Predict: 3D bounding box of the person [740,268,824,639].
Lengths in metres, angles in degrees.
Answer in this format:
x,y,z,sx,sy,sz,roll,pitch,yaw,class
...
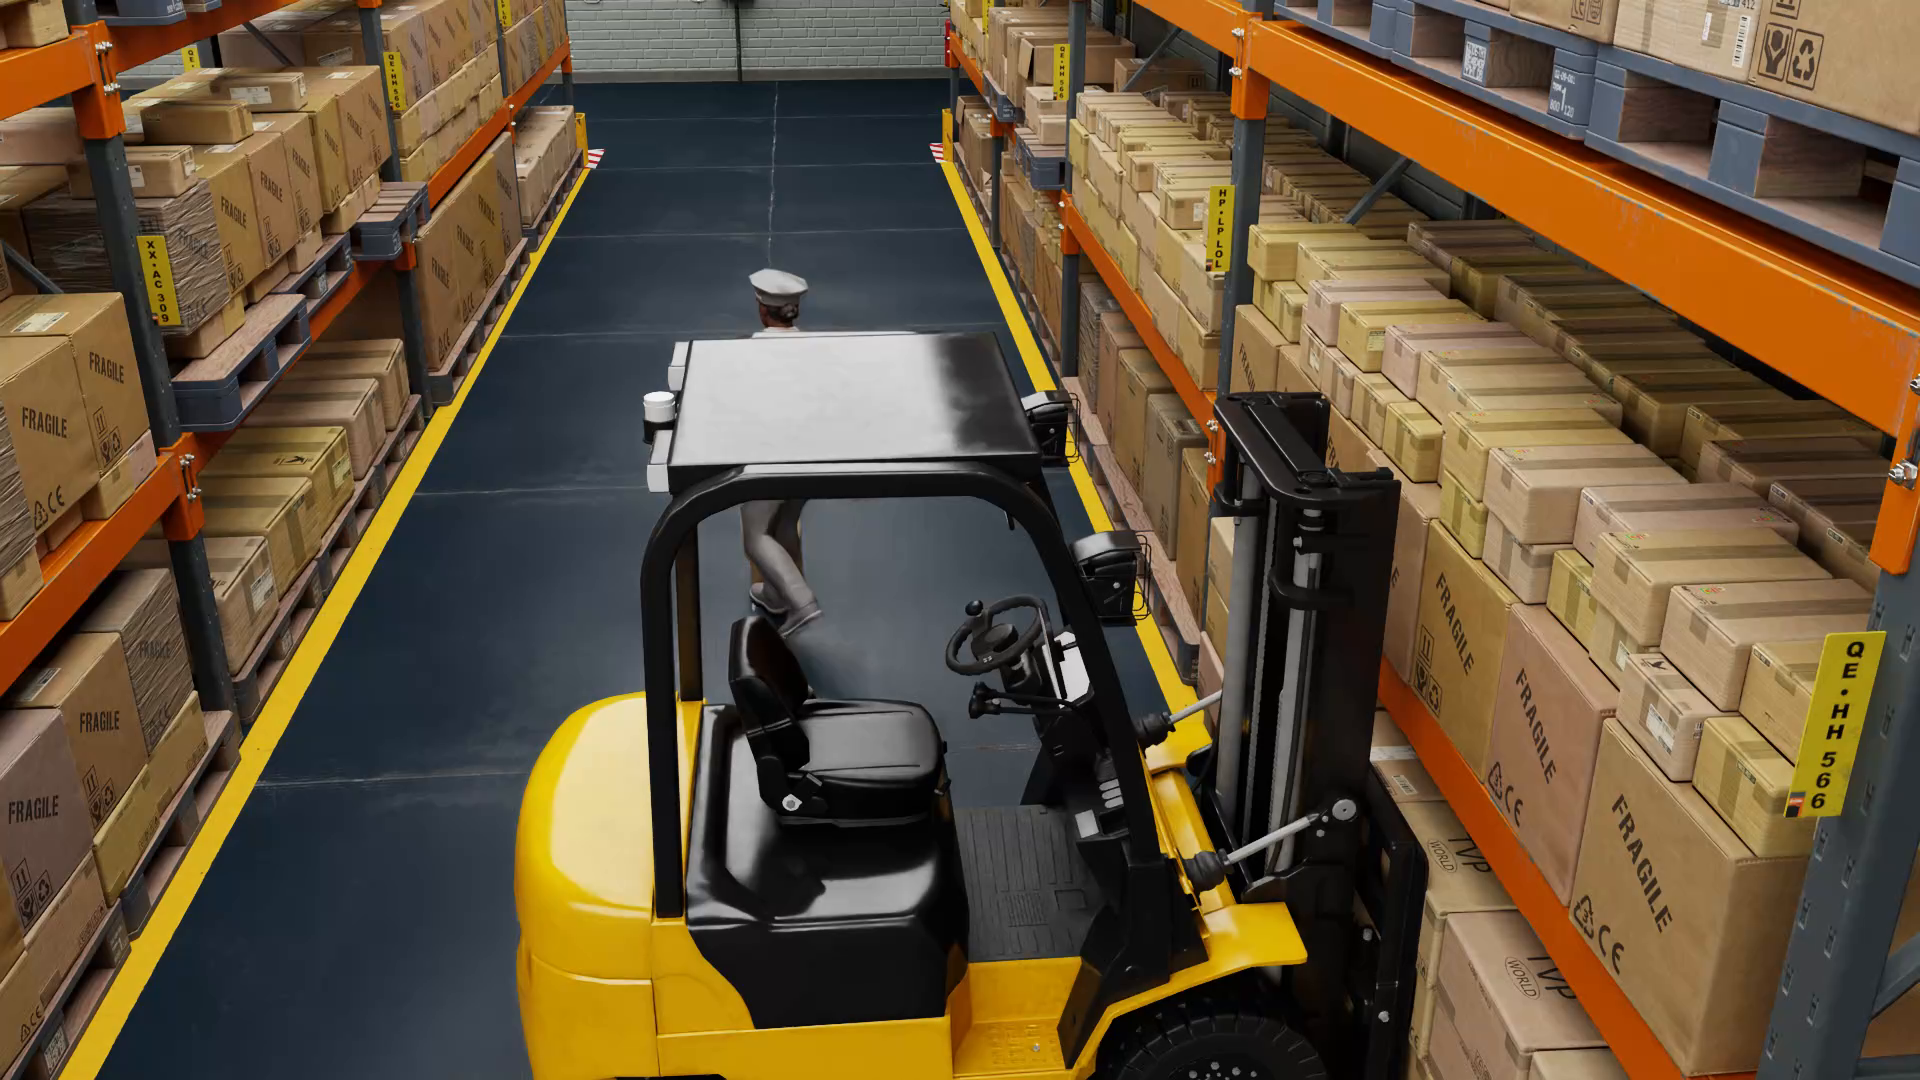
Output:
x,y,z,sx,sy,sz,roll,pitch,yaw,class
-0.790,-0.360,7.390,0.472,1.646,0.807,-17,29,-33,person
